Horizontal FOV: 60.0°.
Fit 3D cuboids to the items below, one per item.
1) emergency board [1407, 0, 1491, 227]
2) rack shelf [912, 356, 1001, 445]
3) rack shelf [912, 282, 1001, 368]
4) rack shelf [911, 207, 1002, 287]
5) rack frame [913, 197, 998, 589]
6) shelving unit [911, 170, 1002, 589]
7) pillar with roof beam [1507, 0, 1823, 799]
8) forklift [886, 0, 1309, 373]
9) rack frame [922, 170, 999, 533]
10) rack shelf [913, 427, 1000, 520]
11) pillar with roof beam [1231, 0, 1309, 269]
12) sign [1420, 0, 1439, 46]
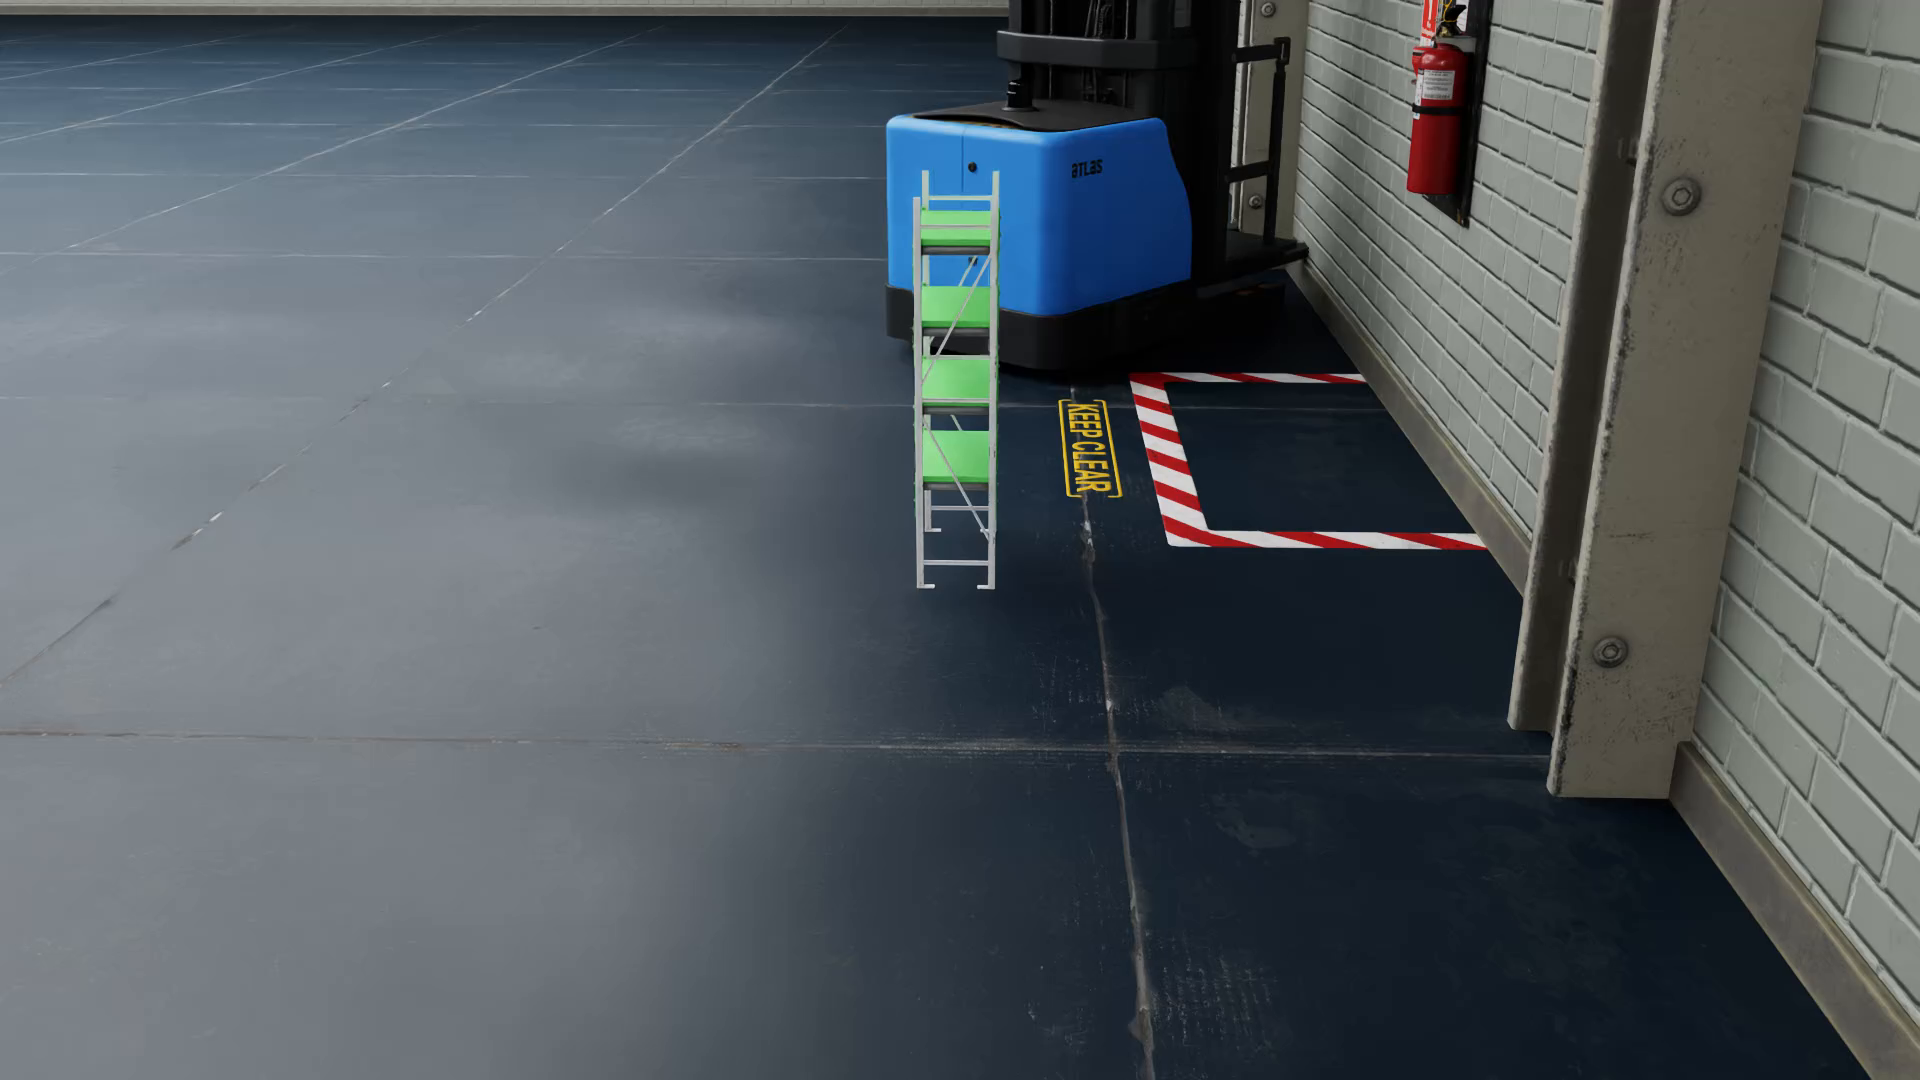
[{"bbox_3d":[1.684,-1.751,5.896,0.194,1.169,0.643,1,21,2],"label":"emergency board"},{"bbox_3d":[-0.005,-0.440,5.181,0.258,0.148,0.480,1,21,2],"label":"rack shelf"},{"bbox_3d":[-0.005,-0.664,5.094,0.258,0.148,0.480,1,21,2],"label":"rack shelf"},{"bbox_3d":[-0.005,-0.887,5.007,0.258,0.148,0.480,1,21,2],"label":"rack shelf"},{"bbox_3d":[-0.012,-0.411,4.930,0.240,1.200,0.015,1,21,2],"label":"rack frame"},{"bbox_3d":[-0.005,-0.500,5.158,0.258,1.200,0.503,1,21,2],"label":"shelving unit"},{"bbox_3d":[-2.733,-3.702,2.631,9.100,9.000,0.400,1,21,2],"label":"pillar with roof beam"},{"bbox_3d":[1.003,-2.556,8.063,1.130,2.935,3.031,18,27,38],"label":"forklift"},{"bbox_3d":[0.002,-0.588,5.385,0.240,1.200,0.015,1,21,2],"label":"rack frame"},{"bbox_3d":[-0.005,-0.216,5.268,0.258,0.148,0.480,1,21,2],"label":"rack shelf"},{"bbox_3d":[-2.550,-5.872,8.222,9.100,9.000,0.400,1,21,2],"label":"pillar with roof beam"},{"bbox_3d":[1.804,-1.967,6.402,0.001,0.329,0.234,1,21,2],"label":"sign"}]
